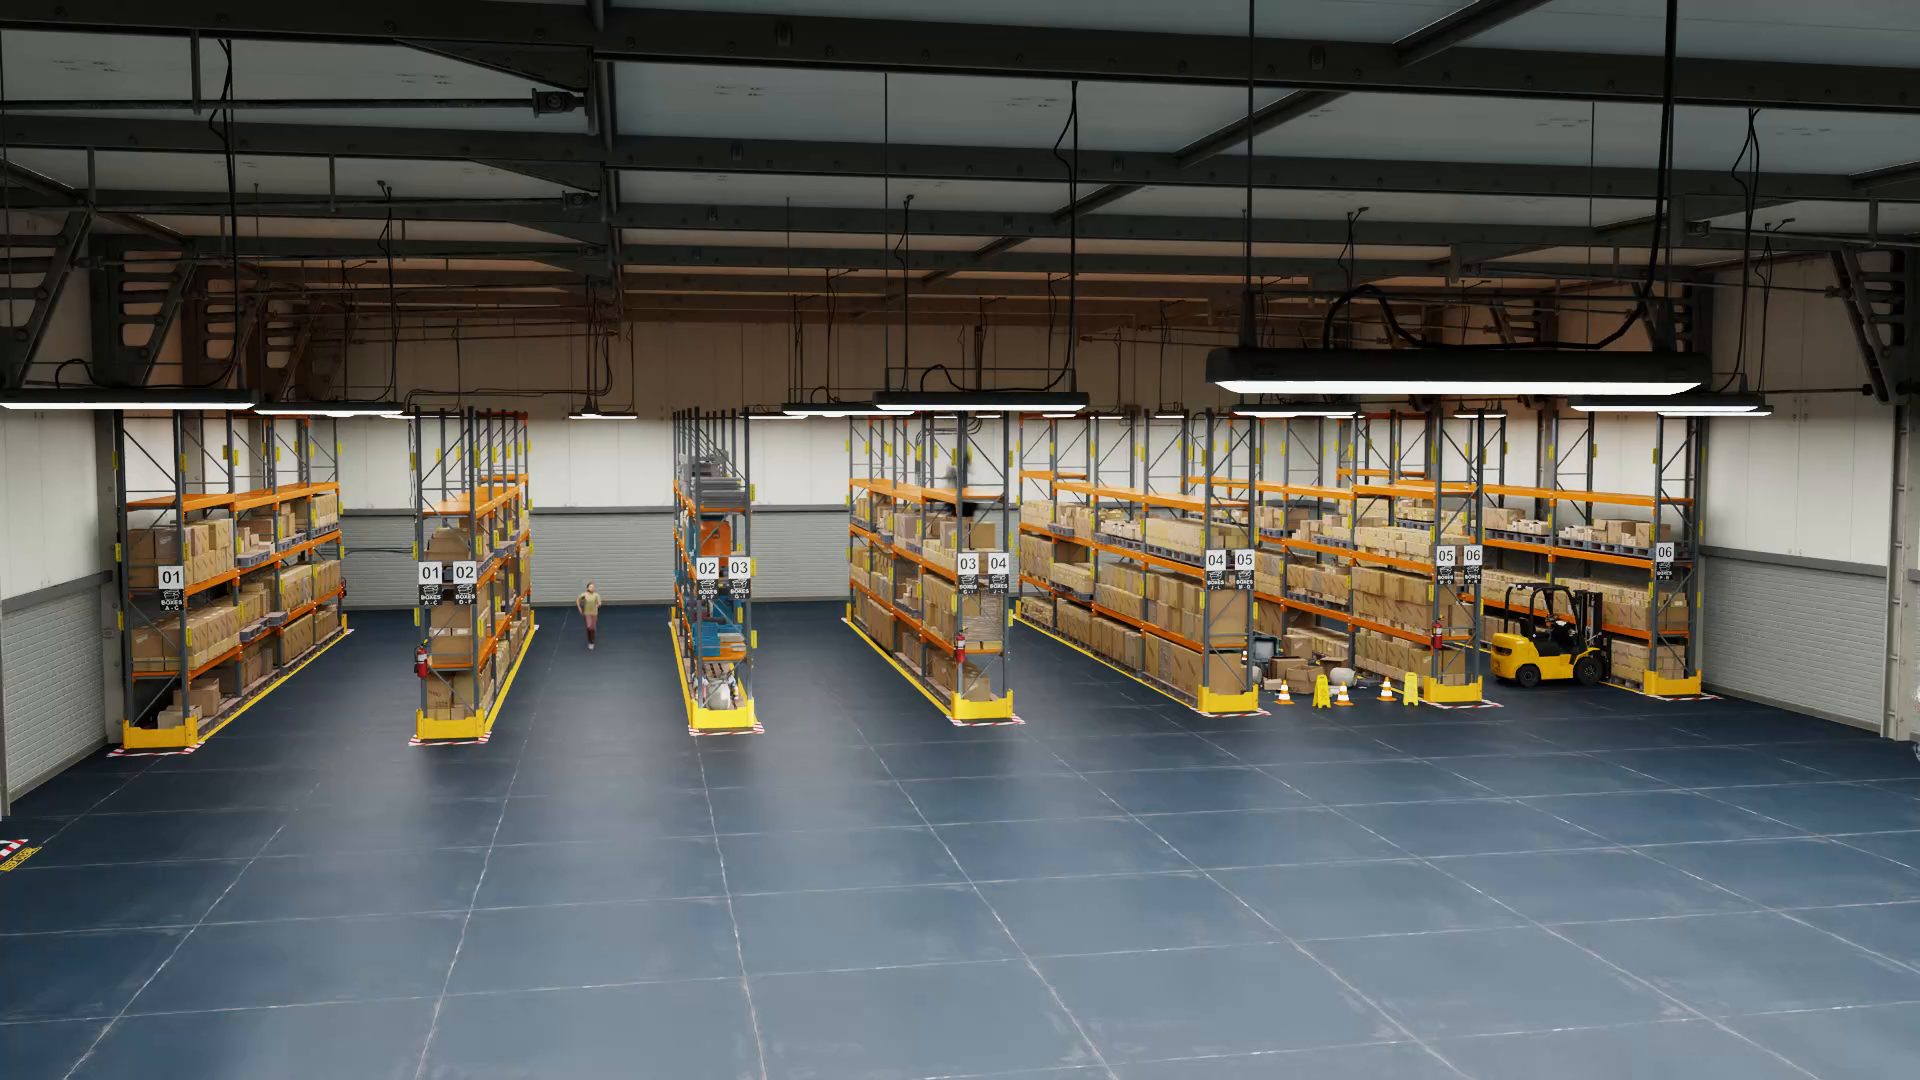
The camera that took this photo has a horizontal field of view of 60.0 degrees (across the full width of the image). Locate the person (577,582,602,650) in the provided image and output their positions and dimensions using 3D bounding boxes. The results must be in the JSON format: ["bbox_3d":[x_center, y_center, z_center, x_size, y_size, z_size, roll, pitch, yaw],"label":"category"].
[{"bbox_3d":[-9.347,1.920,42.044,0.579,1.701,0.723,-2,5,-27],"label":"person"}]

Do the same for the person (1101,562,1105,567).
[{"bbox_3d":[4.074,1.494,47.007,0.668,1.738,0.634,-2,4,-22],"label":"person"}]
